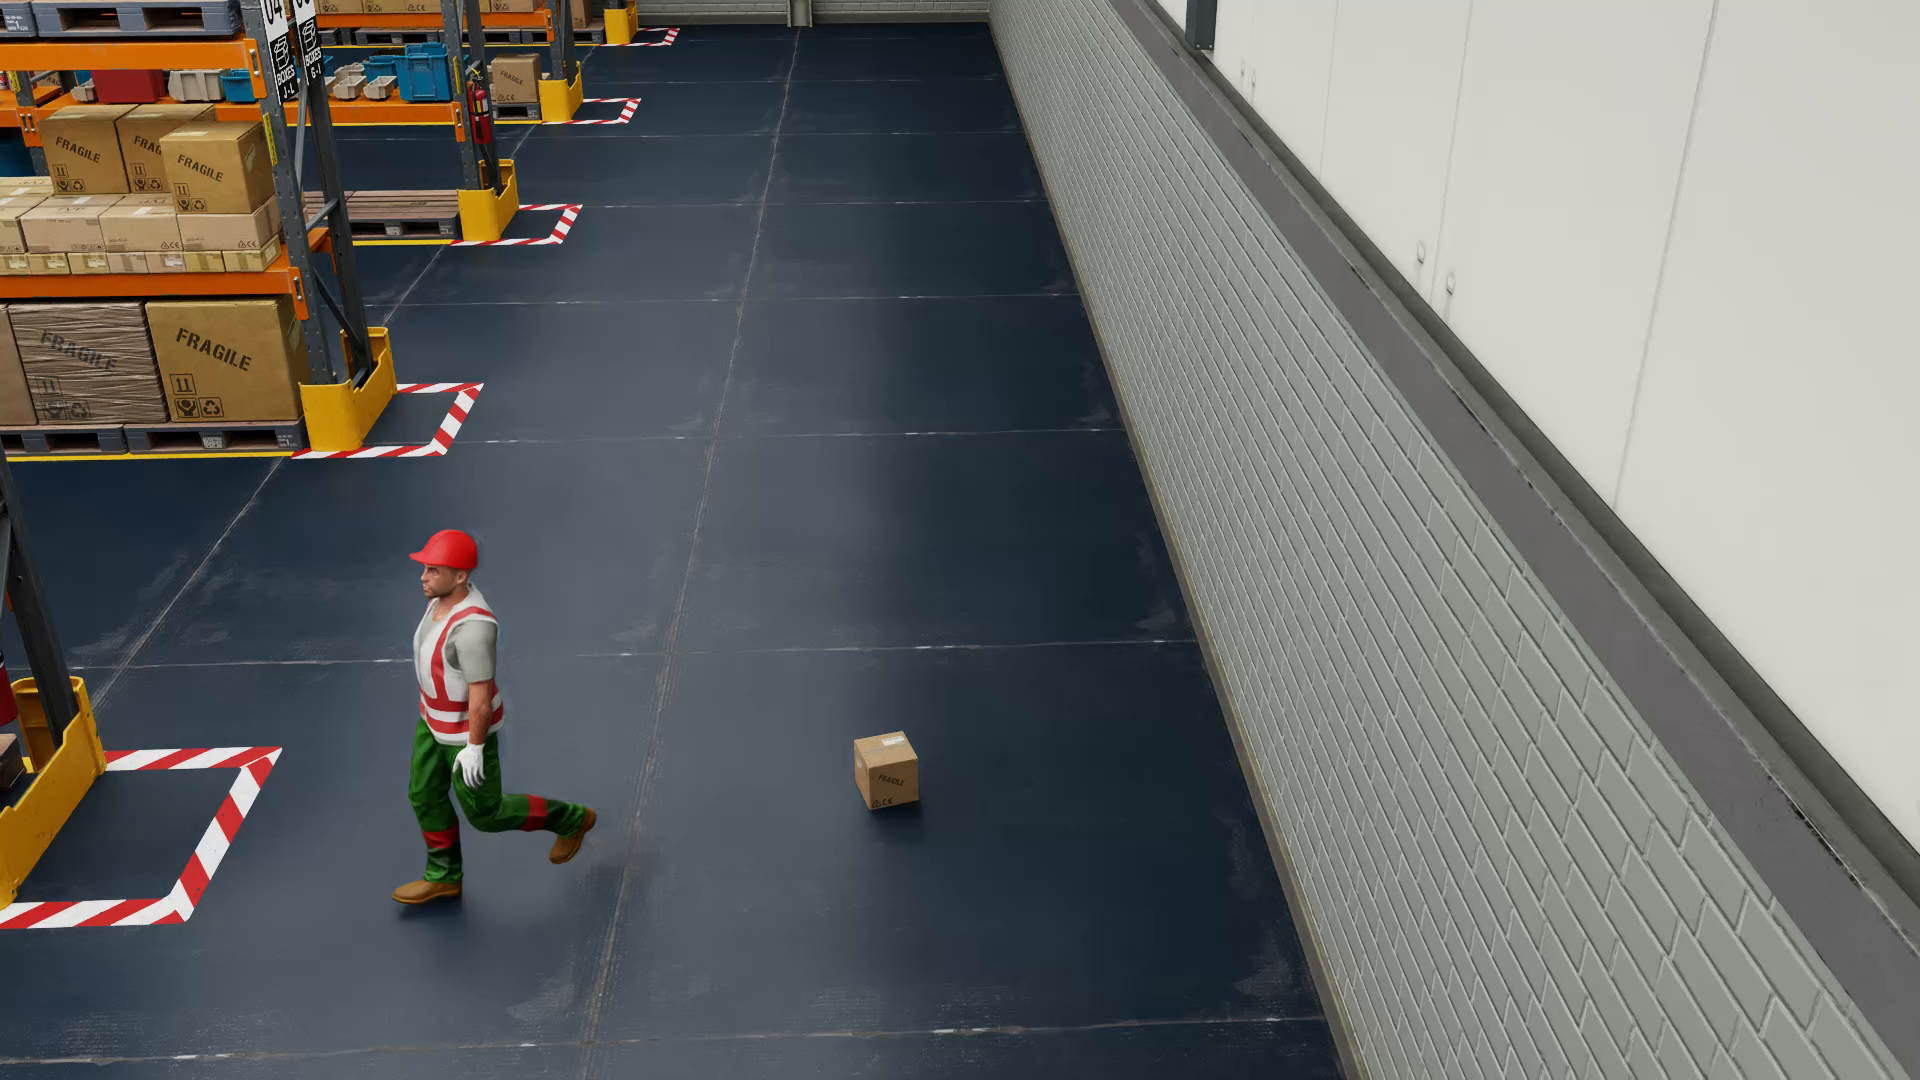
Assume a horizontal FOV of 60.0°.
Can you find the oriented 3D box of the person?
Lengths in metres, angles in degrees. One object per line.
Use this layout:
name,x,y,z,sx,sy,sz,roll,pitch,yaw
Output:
person,-2.084,0.763,7.106,0.892,1.756,0.566,-17,32,-30
